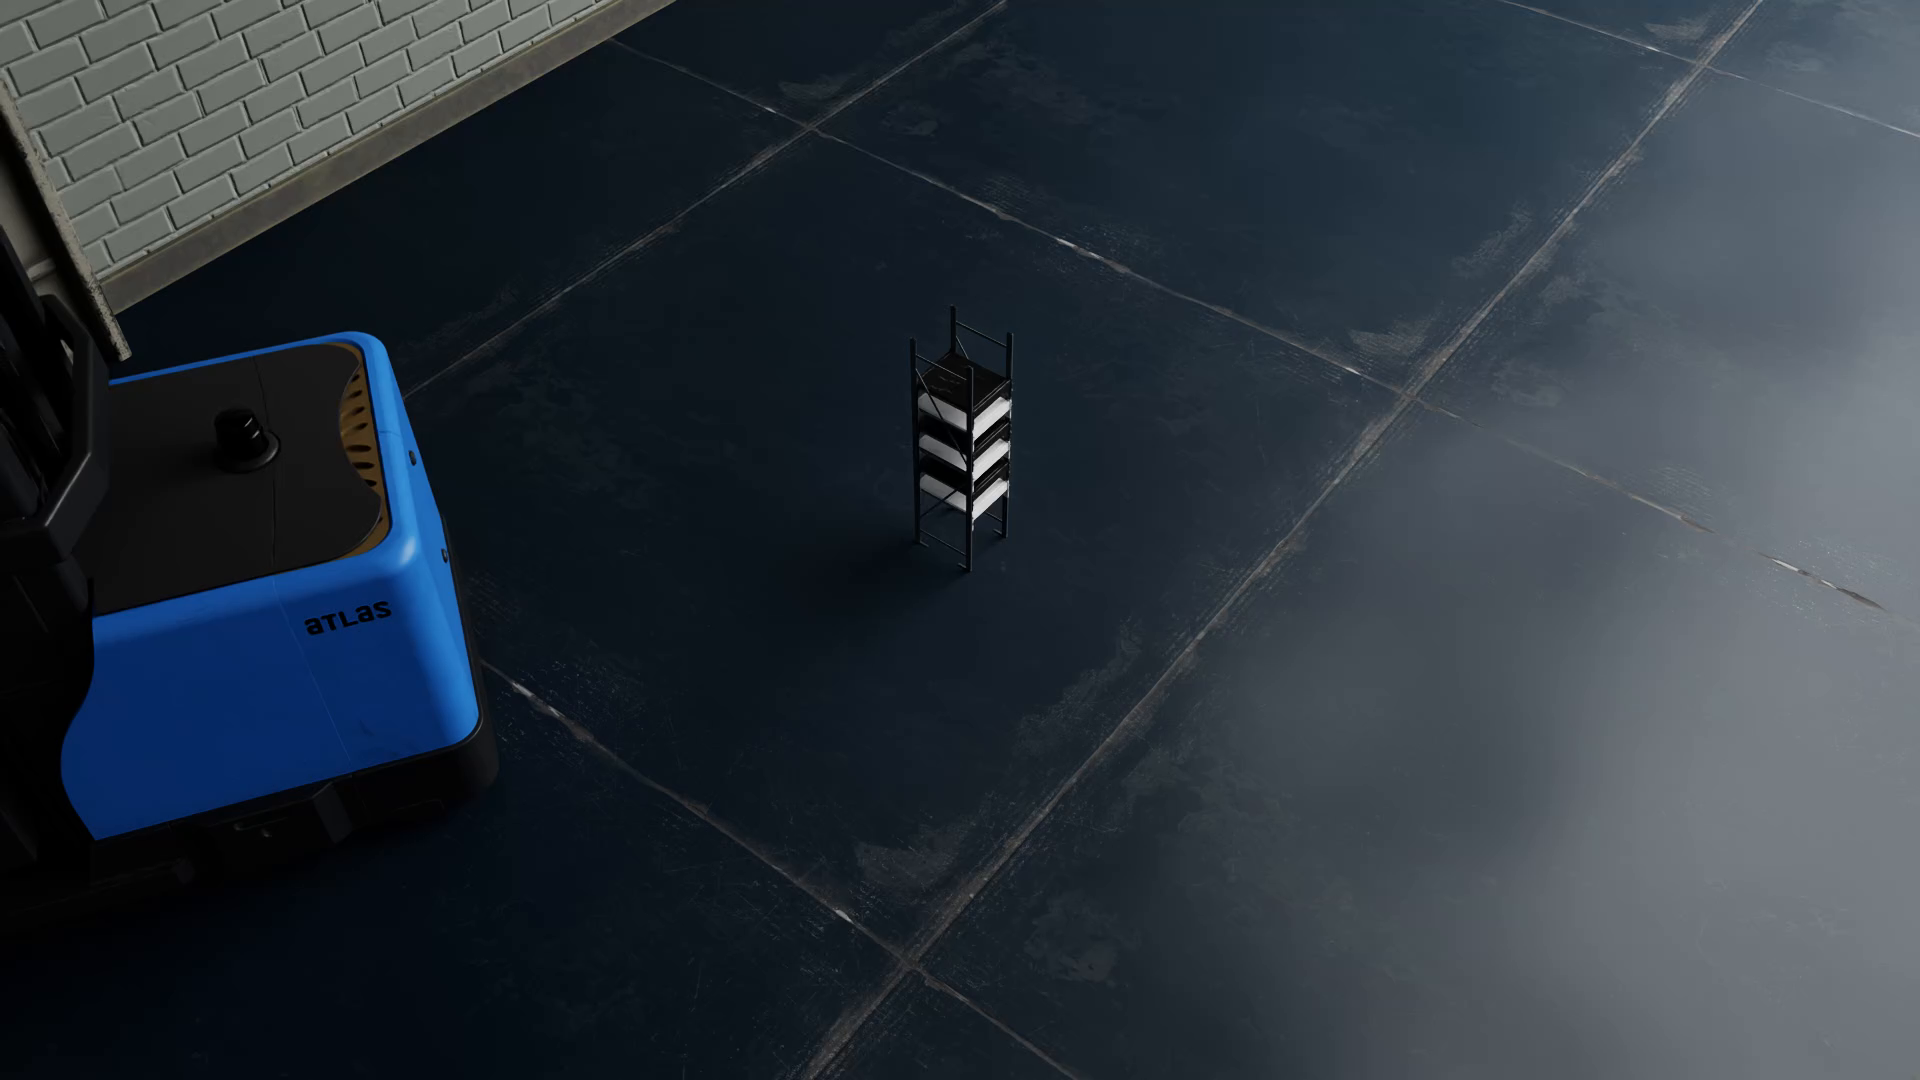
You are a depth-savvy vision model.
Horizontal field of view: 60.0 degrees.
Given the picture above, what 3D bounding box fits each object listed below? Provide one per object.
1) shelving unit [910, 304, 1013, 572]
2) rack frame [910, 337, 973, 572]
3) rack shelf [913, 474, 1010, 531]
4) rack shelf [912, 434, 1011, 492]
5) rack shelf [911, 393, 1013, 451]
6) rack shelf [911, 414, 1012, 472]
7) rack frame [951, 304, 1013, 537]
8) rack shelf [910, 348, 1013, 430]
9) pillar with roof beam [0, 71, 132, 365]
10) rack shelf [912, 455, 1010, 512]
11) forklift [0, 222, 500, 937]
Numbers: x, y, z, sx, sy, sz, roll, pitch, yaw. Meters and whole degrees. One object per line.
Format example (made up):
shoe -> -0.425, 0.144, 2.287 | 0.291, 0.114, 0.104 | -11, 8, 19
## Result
shelving unit -> 0.005, -0.315, 5.429 | 0.258, 0.900, 0.210 | 29, 53, 25
rack frame -> -0.057, -0.257, 5.373 | 0.240, 0.900, 0.006 | 29, 53, 25
rack shelf -> 0.005, -0.168, 5.583 | 0.258, 0.077, 0.200 | 29, 53, 25
rack shelf -> 0.005, -0.292, 5.453 | 0.258, 0.077, 0.200 | 29, 53, 25
rack shelf -> 0.005, -0.417, 5.323 | 0.258, 0.077, 0.200 | 29, 53, 25
rack shelf -> 0.005, -0.355, 5.388 | 0.258, 0.077, 0.200 | 29, 53, 25
rack frame -> 0.067, -0.374, 5.485 | 0.240, 0.900, 0.006 | 29, 53, 25
rack shelf -> 0.005, -0.479, 5.258 | 0.258, 0.077, 0.200 | 29, 53, 25
pillar with roof beam -> -0.037, -1.877, 1.320 | 9.100, 9.000, 0.400 | 29, 53, 25
rack shelf -> 0.005, -0.230, 5.518 | 0.258, 0.077, 0.200 | 29, 53, 25
forklift -> -2.957, -0.215, 3.929 | 3.031, 2.935, 1.130 | -14, 48, -13
